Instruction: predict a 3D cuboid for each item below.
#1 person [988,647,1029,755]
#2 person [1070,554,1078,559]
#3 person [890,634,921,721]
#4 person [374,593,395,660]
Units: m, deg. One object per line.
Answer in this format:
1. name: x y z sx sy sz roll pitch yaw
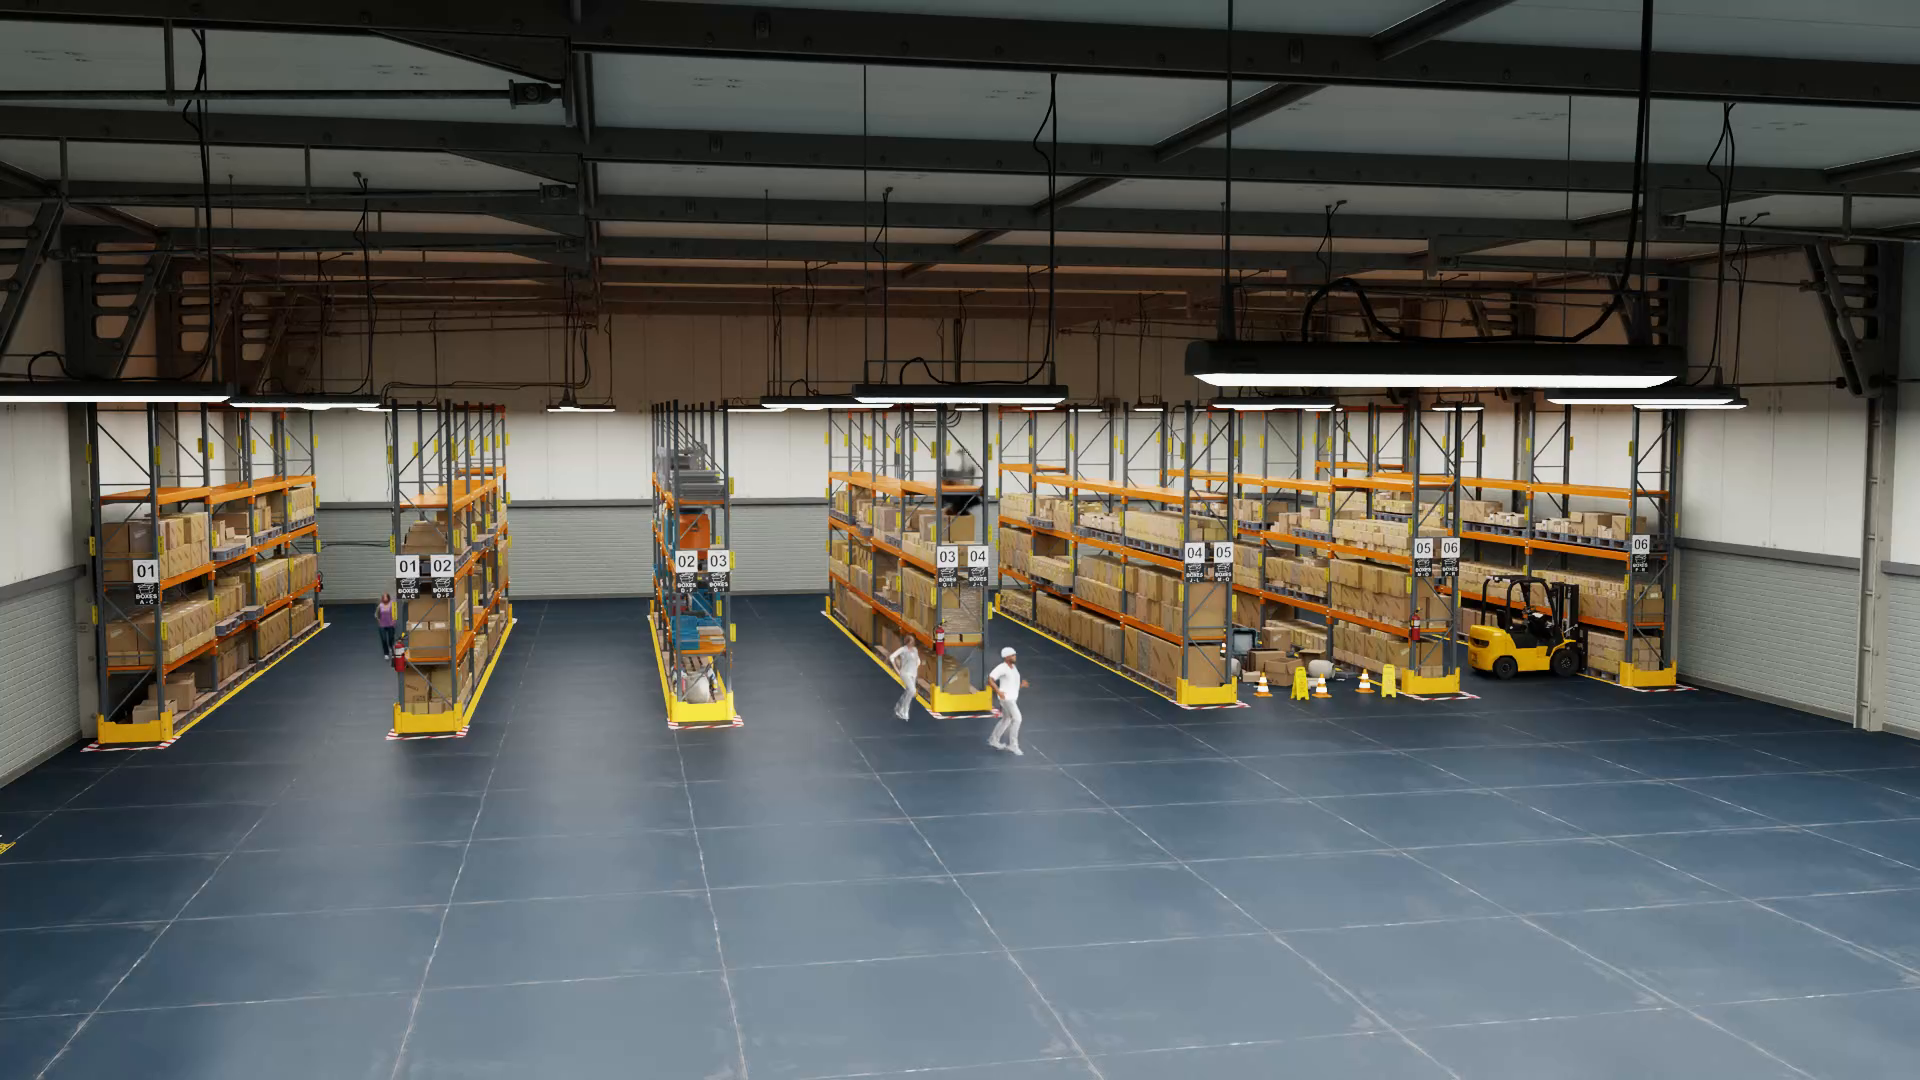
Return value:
1. person: 0.814 2.726 28.163 0.702 1.828 0.682 1 5 18
2. person: 3.319 1.252 48.467 0.632 1.660 0.577 -2 5 -20
3. person: -0.987 2.580 31.295 0.599 1.610 0.533 4 6 40
4. person: -13.417 2.017 38.883 0.532 1.550 0.559 -1 4 -16
